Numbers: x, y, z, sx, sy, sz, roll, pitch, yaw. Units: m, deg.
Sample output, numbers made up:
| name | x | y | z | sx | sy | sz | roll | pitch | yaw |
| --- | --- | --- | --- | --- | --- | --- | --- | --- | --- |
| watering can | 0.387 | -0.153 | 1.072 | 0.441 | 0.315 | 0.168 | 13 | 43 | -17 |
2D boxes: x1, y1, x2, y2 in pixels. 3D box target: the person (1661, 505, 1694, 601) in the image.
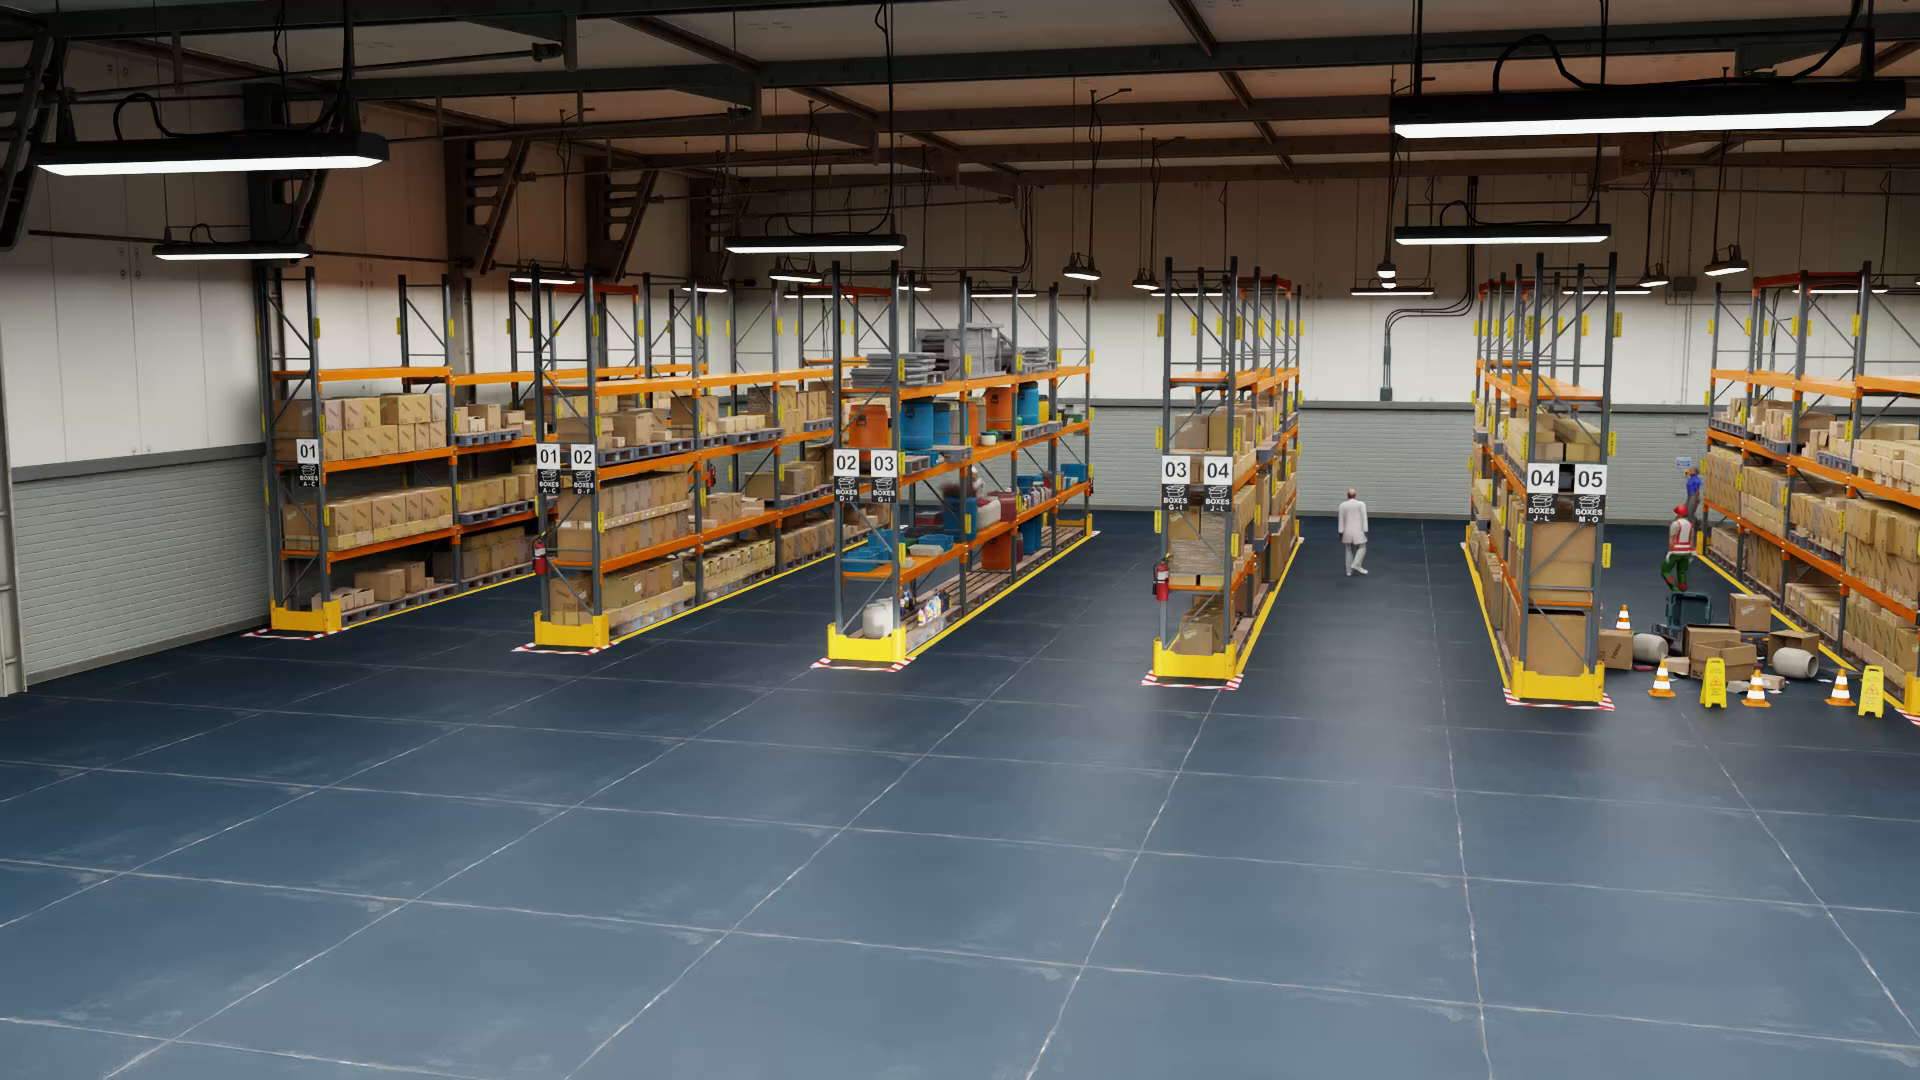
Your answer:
| name | x | y | z | sx | sy | sz | roll | pitch | yaw |
| --- | --- | --- | --- | --- | --- | --- | --- | --- | --- |
| person | 13.168 | 0.261 | 30.421 | 0.602 | 1.791 | 0.467 | -2 | 8 | -17 |

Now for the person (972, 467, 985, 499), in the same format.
| name | x | y | z | sx | sy | sz | roll | pitch | yaw |
| --- | --- | --- | --- | --- | --- | --- | --- | --- | --- |
| person | 0.311 | -0.882 | 39.575 | 0.599 | 1.716 | 1.074 | 2 | 8 | 16 |

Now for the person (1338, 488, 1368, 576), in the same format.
| name | x | y | z | sx | sy | sz | roll | pitch | yaw |
| --- | --- | --- | --- | --- | --- | --- | --- | --- | --- |
| person | 7.977 | -0.152 | 33.715 | 0.633 | 1.775 | 0.565 | 3 | 8 | 21 |

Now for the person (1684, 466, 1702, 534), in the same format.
| name | x | y | z | sx | sy | sz | roll | pitch | yaw |
| --- | --- | --- | --- | --- | --- | --- | --- | --- | --- |
| person | 17.904 | -0.921 | 40.534 | 0.502 | 1.539 | 0.477 | 1 | 7 | 8 |
